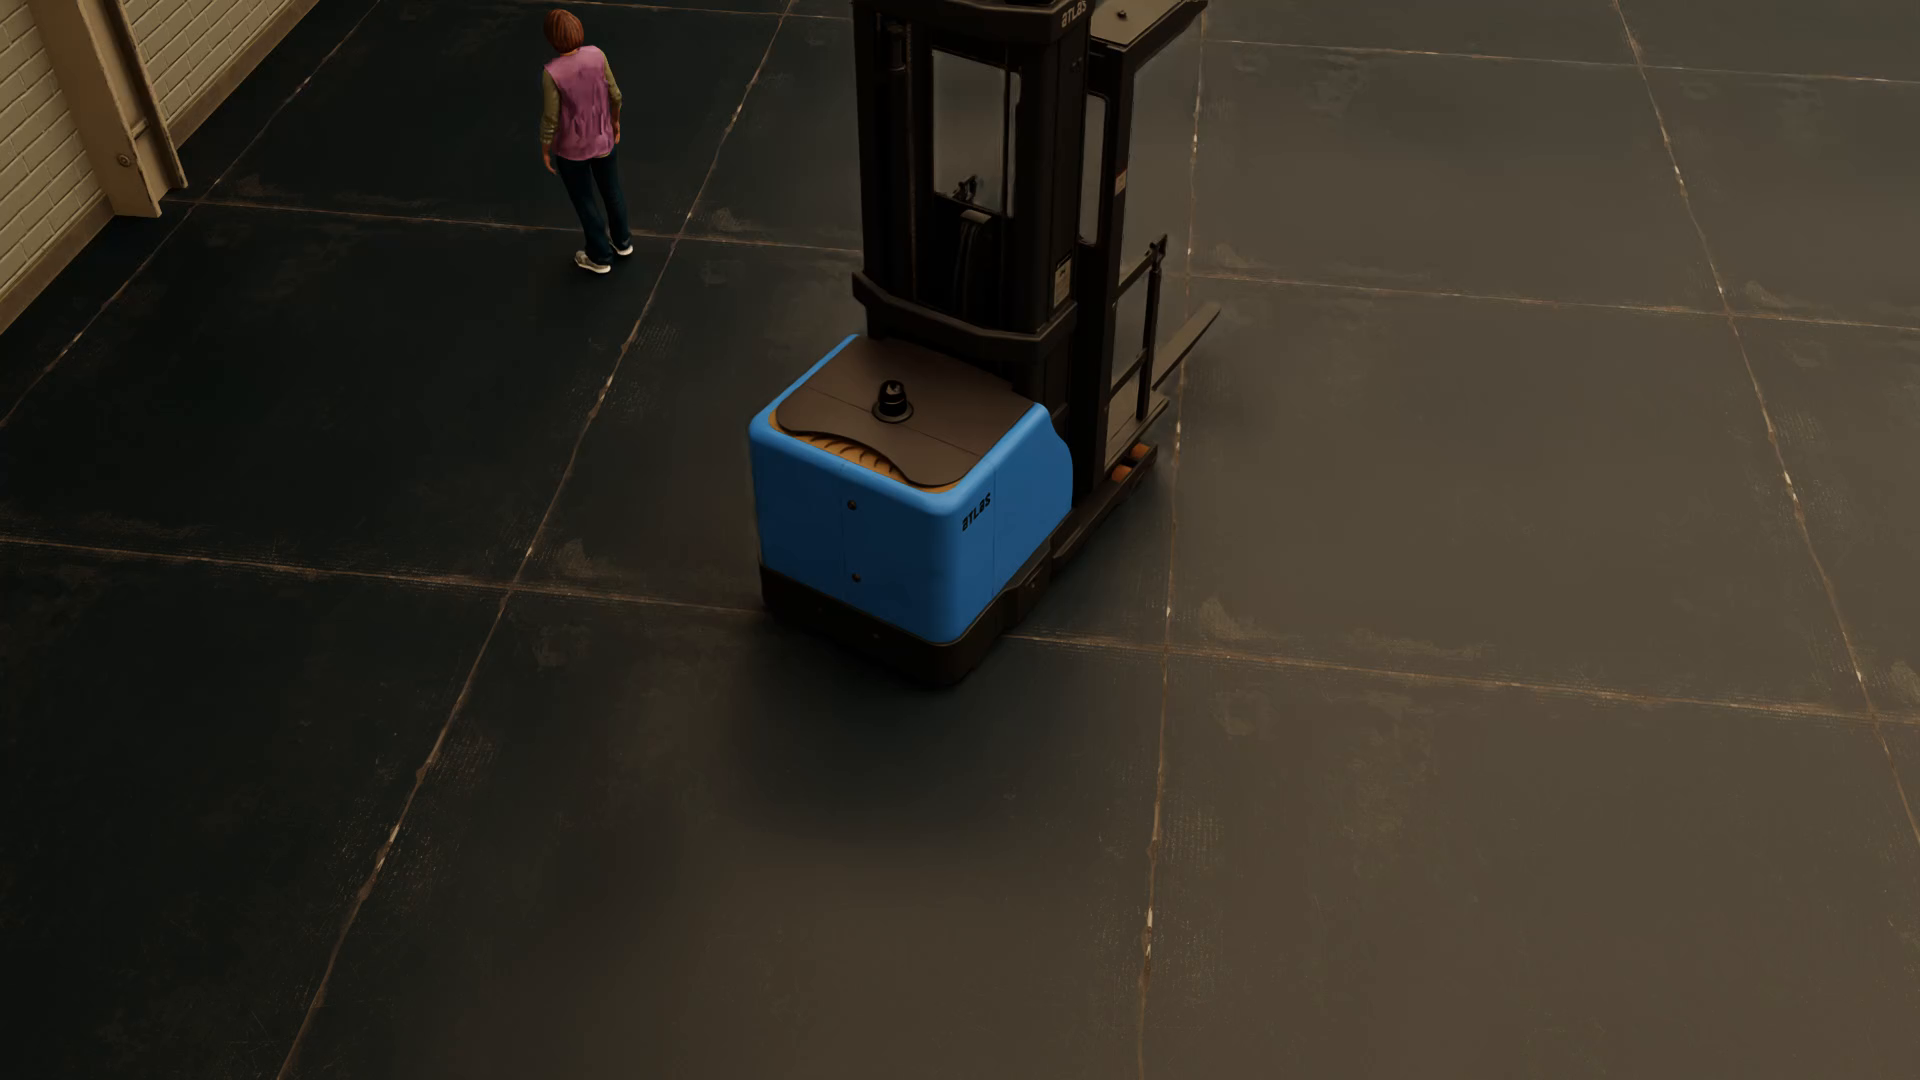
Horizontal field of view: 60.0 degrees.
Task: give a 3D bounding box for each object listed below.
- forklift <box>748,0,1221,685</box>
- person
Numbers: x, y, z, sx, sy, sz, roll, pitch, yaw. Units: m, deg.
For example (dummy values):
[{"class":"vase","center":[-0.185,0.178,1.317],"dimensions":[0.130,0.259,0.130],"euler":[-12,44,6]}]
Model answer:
[{"class":"forklift","center":[0.317,-1.436,7.287],"dimensions":[1.130,2.935,3.031],"euler":[23,47,23]},{"class":"person","center":[-2.083,-2.177,9.076],"dimensions":[0.506,1.604,0.458],"euler":[-30,50,-28]}]
